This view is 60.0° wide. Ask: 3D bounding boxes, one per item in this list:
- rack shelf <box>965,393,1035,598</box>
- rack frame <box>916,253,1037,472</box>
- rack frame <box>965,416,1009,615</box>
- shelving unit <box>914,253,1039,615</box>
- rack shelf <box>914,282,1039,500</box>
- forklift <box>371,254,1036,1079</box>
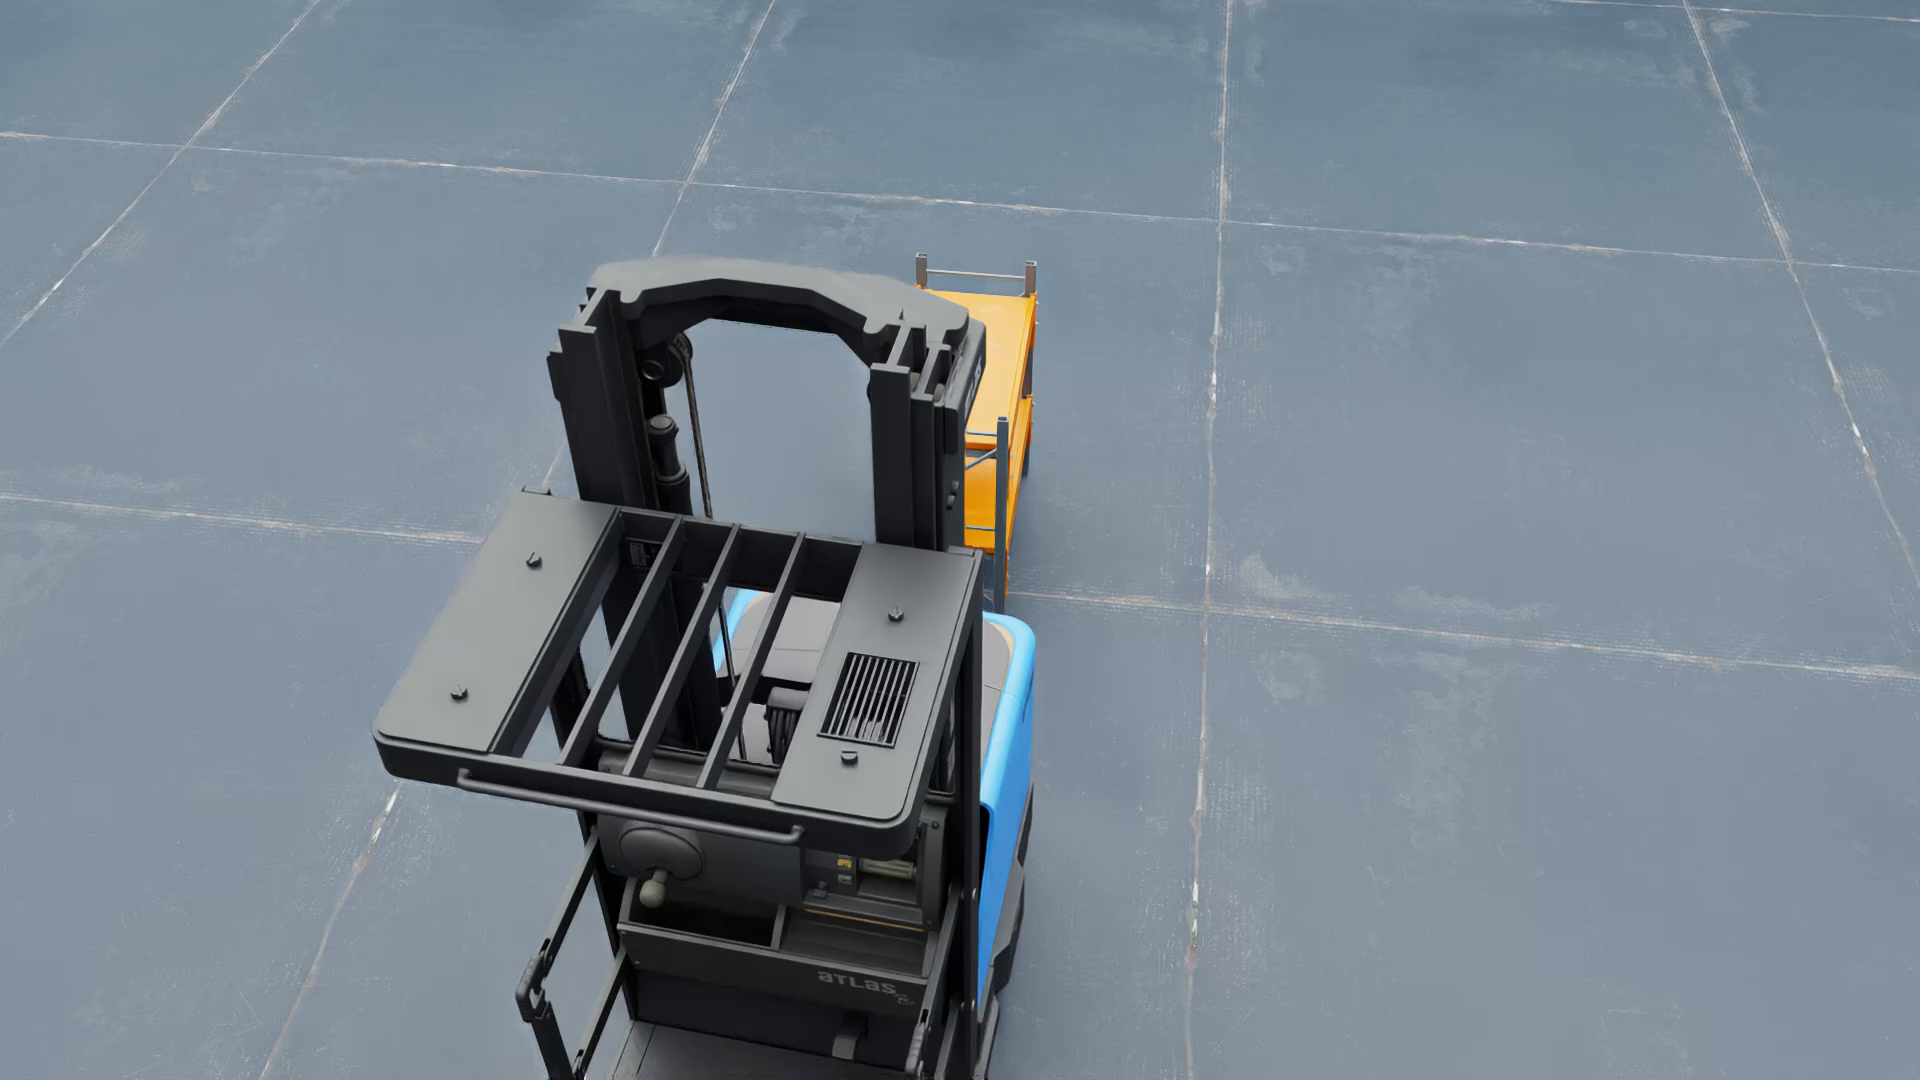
[{"bbox_3d":[-0.001,-0.226,7.049,0.538,0.278,1.000,5,44,6],"label":"rack shelf"},{"bbox_3d":[0.066,-0.750,7.246,0.500,1.125,0.032,5,44,6],"label":"rack frame"},{"bbox_3d":[-0.068,-0.057,6.515,0.500,1.125,0.032,5,44,6],"label":"rack frame"},{"bbox_3d":[-0.001,-0.404,6.881,0.538,1.125,1.048,5,44,6],"label":"shelving unit"},{"bbox_3d":[-0.001,-0.616,6.679,0.538,0.278,1.000,5,44,6],"label":"rack shelf"},{"bbox_3d":[-0.540,0.899,4.191,1.130,2.935,3.031,8,44,8],"label":"forklift"}]
